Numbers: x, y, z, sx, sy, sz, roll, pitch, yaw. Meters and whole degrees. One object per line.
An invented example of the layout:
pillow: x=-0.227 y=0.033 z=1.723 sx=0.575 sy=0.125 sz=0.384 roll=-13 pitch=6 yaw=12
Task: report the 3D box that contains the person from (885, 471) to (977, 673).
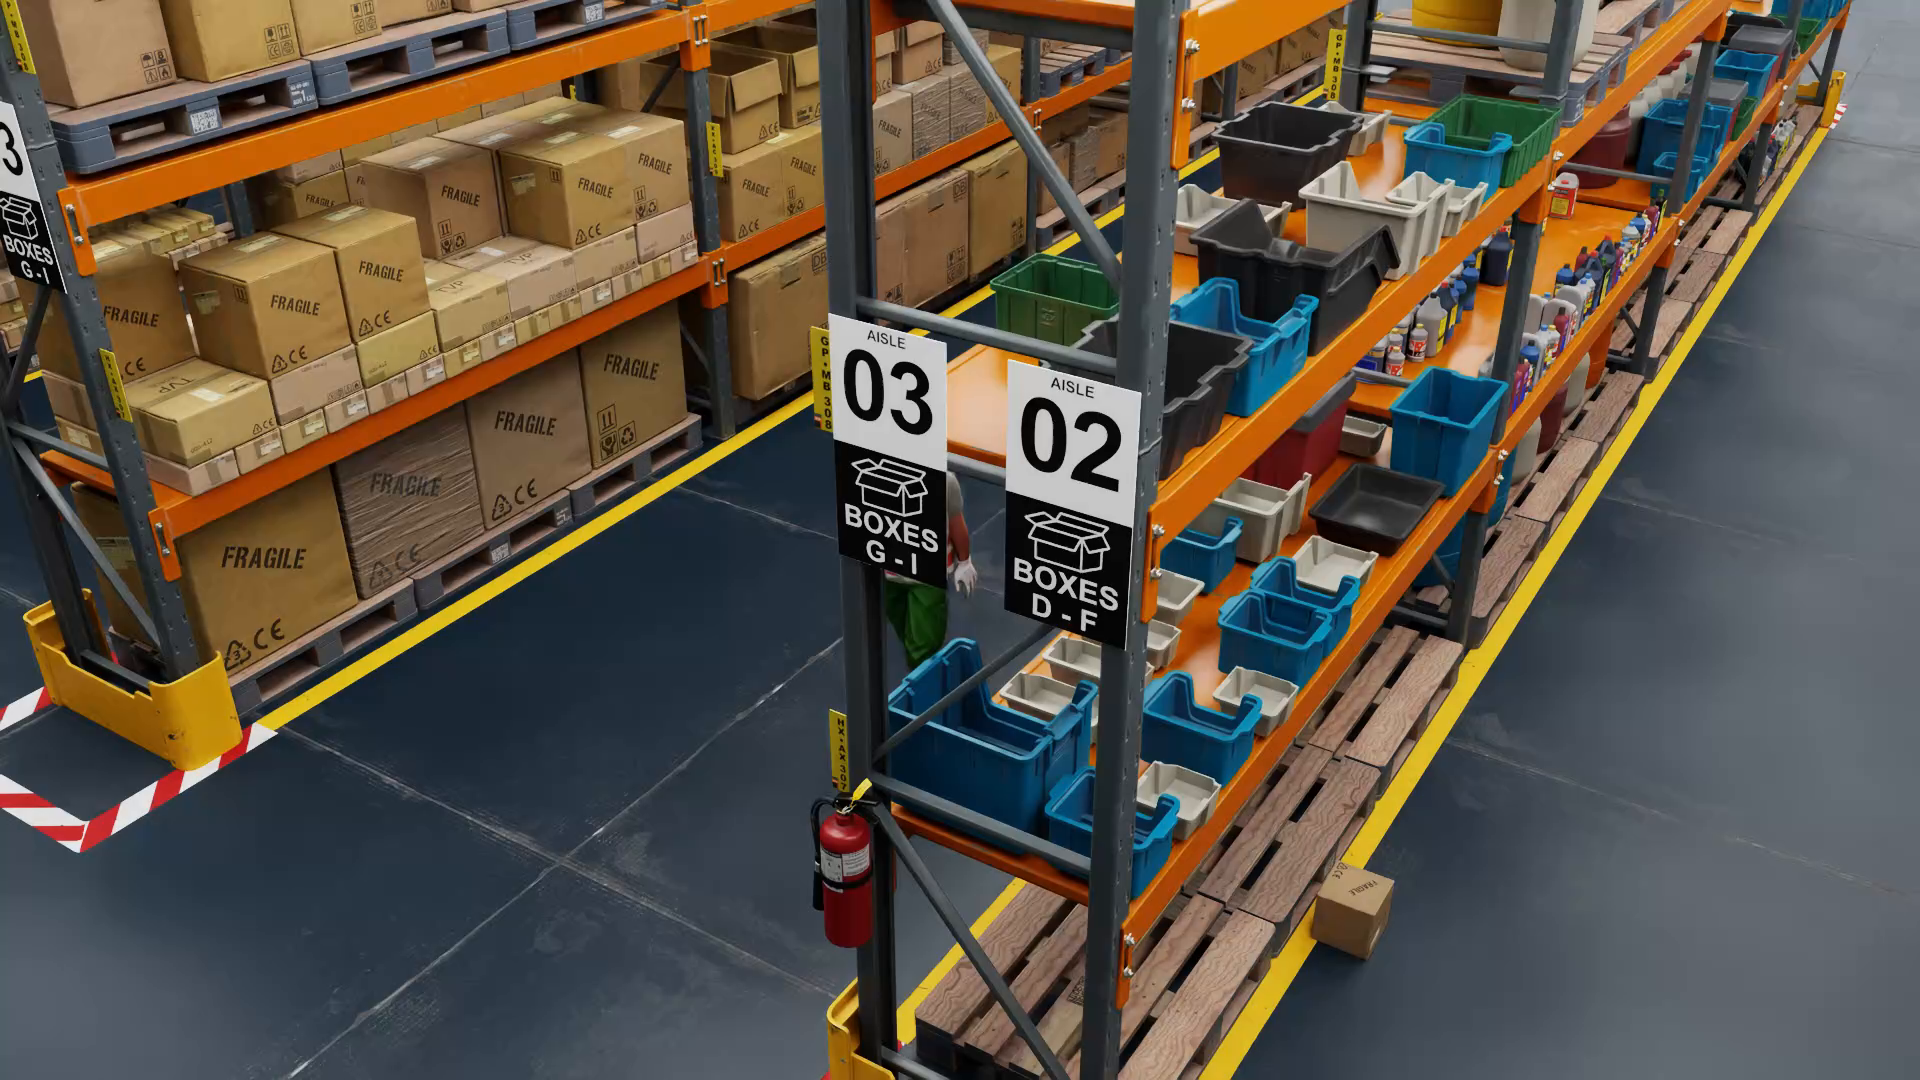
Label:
person: x=-0.230 y=0.148 z=7.892 sx=0.579 sy=1.784 sz=0.534 roll=12 pitch=32 yaw=20
